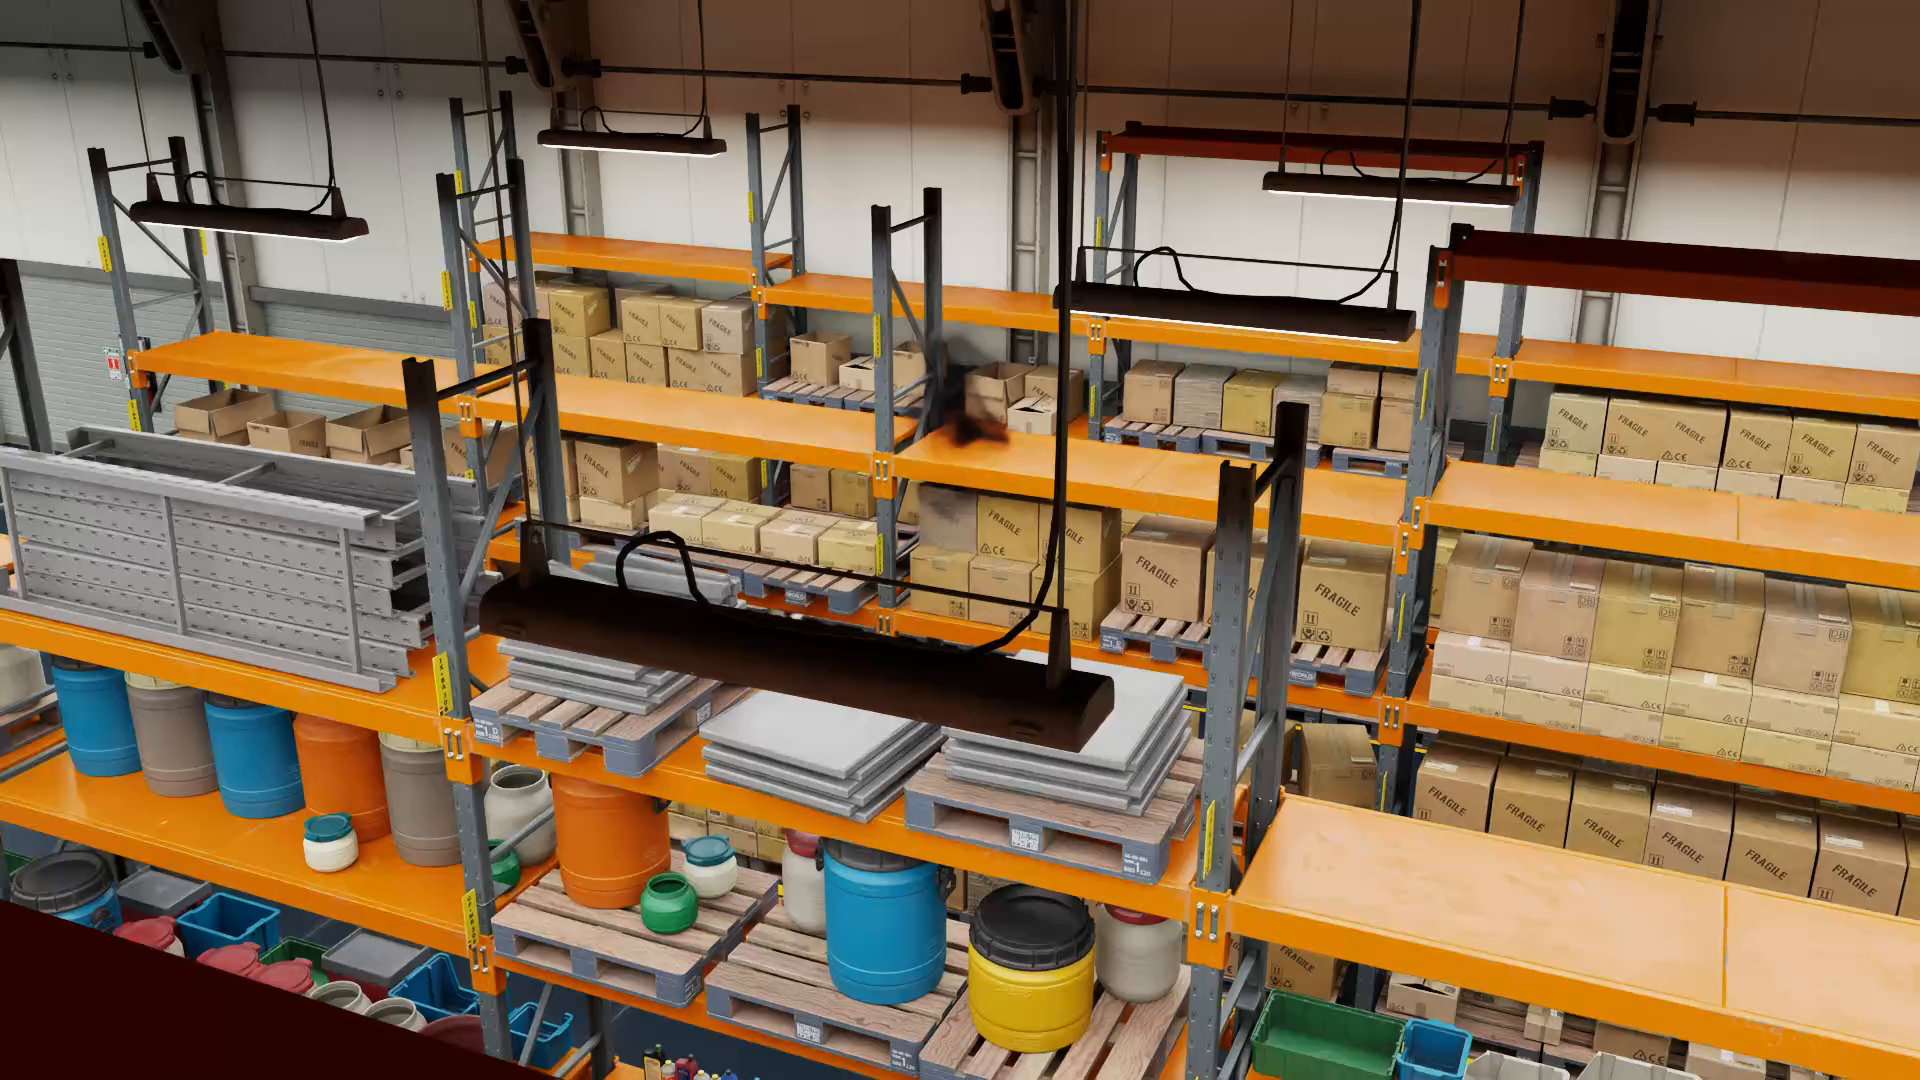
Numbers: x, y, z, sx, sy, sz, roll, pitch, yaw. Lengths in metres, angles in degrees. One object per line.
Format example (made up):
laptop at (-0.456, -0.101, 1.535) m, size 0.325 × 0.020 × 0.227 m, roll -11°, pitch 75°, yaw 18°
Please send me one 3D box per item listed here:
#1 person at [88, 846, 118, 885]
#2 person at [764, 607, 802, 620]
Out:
person at (-7.056, 2.451, 13.779) m, size 0.699 × 1.724 × 0.548 m, roll 8°, pitch 22°, yaw 20°
person at (-1.870, 0.845, 17.166) m, size 0.705 × 1.812 × 0.645 m, roll 5°, pitch 21°, yaw 13°
